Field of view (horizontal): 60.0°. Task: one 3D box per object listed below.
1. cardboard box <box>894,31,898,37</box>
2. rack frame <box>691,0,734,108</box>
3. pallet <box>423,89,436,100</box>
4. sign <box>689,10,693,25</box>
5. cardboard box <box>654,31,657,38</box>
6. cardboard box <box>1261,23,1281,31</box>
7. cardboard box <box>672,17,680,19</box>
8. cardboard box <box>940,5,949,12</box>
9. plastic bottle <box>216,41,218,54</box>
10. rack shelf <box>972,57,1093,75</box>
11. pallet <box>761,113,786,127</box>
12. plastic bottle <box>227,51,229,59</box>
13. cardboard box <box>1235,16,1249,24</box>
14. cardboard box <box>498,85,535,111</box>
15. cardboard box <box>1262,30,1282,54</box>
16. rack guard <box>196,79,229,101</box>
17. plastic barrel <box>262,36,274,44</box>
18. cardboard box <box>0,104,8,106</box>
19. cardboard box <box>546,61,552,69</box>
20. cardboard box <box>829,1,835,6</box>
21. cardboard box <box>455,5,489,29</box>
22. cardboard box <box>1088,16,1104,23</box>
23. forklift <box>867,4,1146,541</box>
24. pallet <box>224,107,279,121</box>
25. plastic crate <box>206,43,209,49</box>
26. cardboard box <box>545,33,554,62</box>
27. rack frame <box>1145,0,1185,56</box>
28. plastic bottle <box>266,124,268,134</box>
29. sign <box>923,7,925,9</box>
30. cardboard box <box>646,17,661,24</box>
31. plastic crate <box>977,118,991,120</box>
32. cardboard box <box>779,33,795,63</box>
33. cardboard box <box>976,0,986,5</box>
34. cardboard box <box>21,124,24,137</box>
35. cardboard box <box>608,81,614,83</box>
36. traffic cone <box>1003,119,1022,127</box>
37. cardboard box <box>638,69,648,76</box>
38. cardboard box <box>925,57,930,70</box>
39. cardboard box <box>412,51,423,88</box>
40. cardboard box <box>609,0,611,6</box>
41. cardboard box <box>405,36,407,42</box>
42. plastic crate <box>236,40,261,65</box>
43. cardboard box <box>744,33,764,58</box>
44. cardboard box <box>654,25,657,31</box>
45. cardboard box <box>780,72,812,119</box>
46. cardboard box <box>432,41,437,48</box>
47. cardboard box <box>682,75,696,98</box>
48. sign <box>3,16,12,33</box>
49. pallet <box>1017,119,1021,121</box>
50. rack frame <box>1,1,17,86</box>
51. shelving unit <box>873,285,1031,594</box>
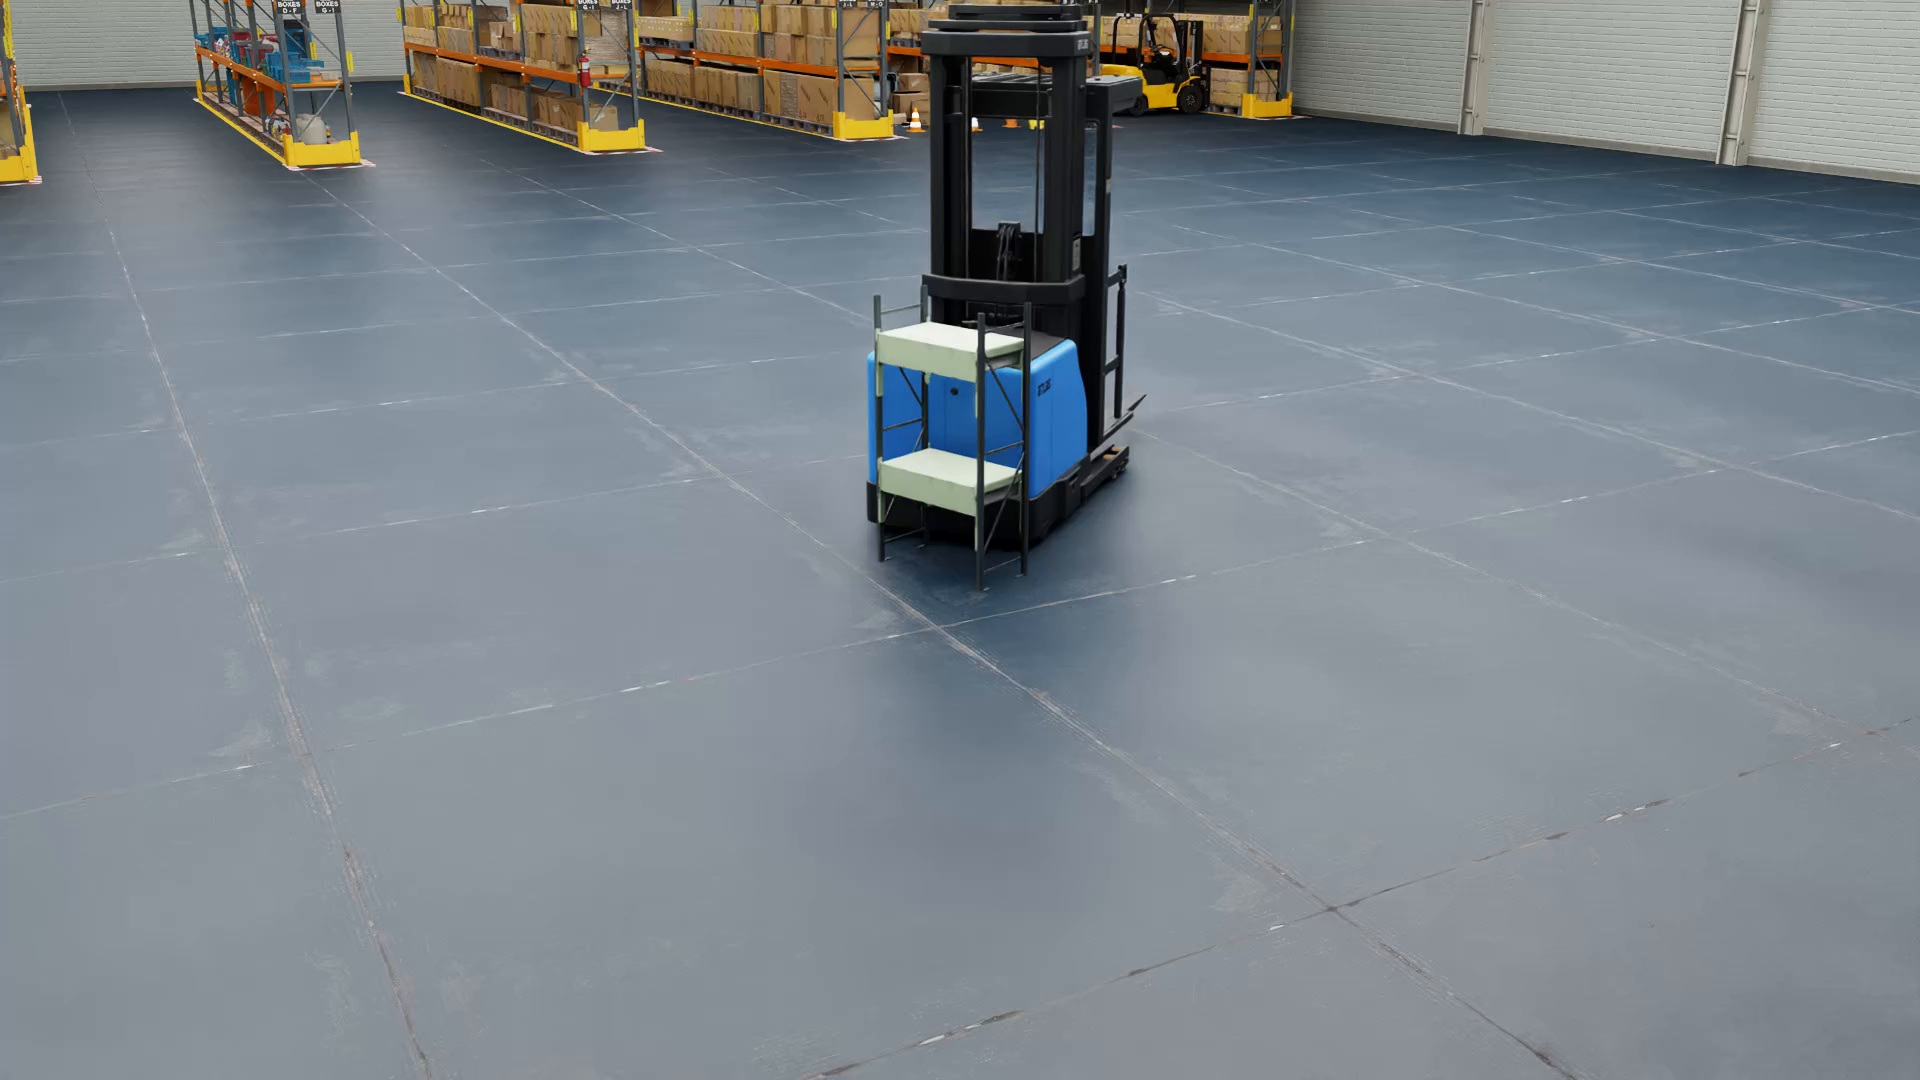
[{"bbox_3d":[-1.387,-12.315,40.463,0.380,0.149,0.250,-11,22,-30],"label":"cardboard box"},{"bbox_3d":[-5.686,-11.561,38.538,1.000,3.000,0.127,-10,21,-27],"label":"rack frame"},{"bbox_3d":[-12.874,-11.233,41.862,1.003,0.211,1.213,-10,21,-27],"label":"pallet"},{"bbox_3d":[-6.159,-11.984,38.110,0.100,0.325,0.005,-10,21,-27],"label":"sign"},{"bbox_3d":[-7.178,-12.231,40.220,0.380,0.149,0.250,-10,22,-28],"label":"cardboard box"},{"bbox_3d":[6.855,-11.322,36.696,0.380,0.149,0.250,-11,22,-28],"label":"cardboard box"},{"bbox_3d":[-6.849,-12.759,40.837,0.380,0.149,0.250,-10,21,-27],"label":"cardboard box"},{"bbox_3d":[-0.235,-12.195,38.127,0.380,0.149,0.250,-11,22,-28],"label":"cardboard box"},{"bbox_3d":[-16.378,-10.874,36.744,0.097,0.271,0.097,0,19,0],"label":"plastic bottle"},{"bbox_3d":[1.472,-10.295,35.970,1.077,0.370,4.000,-10,21,-27],"label":"rack shelf"},{"bbox_3d":[-3.494,-8.864,34.997,1.003,0.211,1.213,-10,21,-27],"label":"pallet"},{"bbox_3d":[-15.312,-10.197,34.889,0.097,0.201,0.097,0,19,0],"label":"plastic bottle"},{"bbox_3d":[6.288,-11.461,36.644,0.380,0.149,0.250,-10,21,-27],"label":"cardboard box"},{"bbox_3d":[-9.489,-9.502,35.727,0.700,0.500,0.500,-12,22,-31],"label":"cardboard box"},{"bbox_3d":[6.797,-11.063,36.940,0.500,0.500,0.500,-9,21,-25],"label":"cardboard box"},{"bbox_3d":[-18.280,-11.175,41.249,1.175,0.500,0.348,-10,21,-27],"label":"rack guard"},{"bbox_3d":[-13.781,-9.846,33.394,0.421,0.512,0.421,0,19,0],"label":"plastic barrel"},{"bbox_3d":[-16.039,-7.006,27.759,0.500,0.500,0.500,-10,21,-27],"label":"cardboard box"},{"bbox_3d":[-7.638,-9.018,31.553,0.380,0.149,0.250,-10,21,-27],"label":"cardboard box"},{"bbox_3d":[-3.055,-13.713,43.086,0.500,0.500,0.500,-10,21,-27],"label":"cardboard box"},{"bbox_3d":[-11.063,-11.935,37.929,0.797,0.503,0.637,-9,21,-25],"label":"cardboard box"},{"bbox_3d":[3.435,-13.057,41.724,0.380,0.149,0.250,-10,21,-26],"label":"cardboard box"},{"bbox_3d":[0.471,-1.821,10.414,1.130,2.935,3.031,7,20,20],"label":"forklift"},{"bbox_3d":[-15.444,-9.306,36.278,1.003,0.211,1.213,-10,21,-27],"label":"pallet"},{"bbox_3d":[-17.125,-11.381,38.345,0.437,0.125,0.590,-10,21,-27],"label":"plastic crate"},{"bbox_3d":[-7.307,-9.296,31.364,0.875,0.500,0.500,-10,21,-27],"label":"cardboard box"},{"bbox_3d":[4.888,-11.979,39.747,1.000,3.000,0.127,-10,21,-27],"label":"rack frame"},{"bbox_3d":[-12.745,-7.603,30.683,0.097,0.201,0.097,0,19,0],"label":"plastic bottle"},{"bbox_3d":[-0.904,-12.954,40.919,0.100,0.325,0.005,-10,21,-27],"label":"sign"},{"bbox_3d":[-7.429,-12.661,40.554,0.380,0.149,0.250,-10,22,-27],"label":"cardboard box"},{"bbox_3d":[0.546,-9.251,36.318,0.583,0.080,0.402,16,25,39],"label":"plastic crate"},{"bbox_3d":[-3.167,-10.052,33.935,0.875,0.550,0.550,-10,21,-27],"label":"cardboard box"},{"bbox_3d":[0.763,-11.559,36.390,0.700,0.500,0.500,-10,21,-26],"label":"cardboard box"},{"bbox_3d":[-17.135,-7.340,29.877,0.500,0.250,0.500,-9,21,-25],"label":"cardboard box"},{"bbox_3d":[-9.172,-12.286,44.364,0.380,0.149,0.250,-10,21,-26],"label":"cardboard box"},{"bbox_3d":[1.082,-8.785,34.381,0.336,0.463,0.334,-10,21,-27],"label":"traffic cone"},{"bbox_3d":[-7.983,-11.904,42.344,0.380,0.149,0.250,-9,21,-25],"label":"cardboard box"},{"bbox_3d":[-0.603,-14.252,49.518,0.797,0.503,0.637,-11,22,-29],"label":"cardboard box"},{"bbox_3d":[-13.524,-12.141,42.832,0.875,0.875,0.875,-10,21,-27],"label":"cardboard box"},{"bbox_3d":[-8.788,-13.906,43.191,0.500,0.500,0.500,-11,22,-28],"label":"cardboard box"},{"bbox_3d":[-14.020,-12.847,42.648,0.380,0.149,0.250,-10,21,-26],"label":"cardboard box"},{"bbox_3d":[-13.960,-9.574,32.680,0.402,0.464,0.583,-10,21,-27],"label":"plastic crate"},{"bbox_3d":[-4.270,-10.569,35.508,0.500,0.500,0.500,-10,21,-27],"label":"cardboard box"},{"bbox_3d":[-7.176,-12.370,40.166,0.380,0.149,0.250,-10,22,-28],"label":"cardboard box"},{"bbox_3d":[-3.118,-9.158,34.185,0.875,0.875,0.875,-10,21,-26],"label":"cardboard box"},{"bbox_3d":[-12.431,-11.888,39.871,0.380,0.149,0.250,-10,21,-26],"label":"cardboard box"},{"bbox_3d":[-6.228,-10.727,39.307,0.500,0.500,0.500,-10,21,-27],"label":"cardboard box"},{"bbox_3d":[-18.332,-9.923,32.015,0.100,0.325,0.005,-10,21,-27],"label":"sign"},{"bbox_3d":[1.455,-9.353,36.412,1.003,0.211,1.213,-10,21,-27],"label":"pallet"},{"bbox_3d":[-20.718,-10.437,35.279,1.000,3.000,0.127,-10,21,-27],"label":"rack frame"},{"bbox_3d":[-0.044,-0.552,8.932,0.755,1.500,0.431,16,25,39],"label":"shelving unit"}]
